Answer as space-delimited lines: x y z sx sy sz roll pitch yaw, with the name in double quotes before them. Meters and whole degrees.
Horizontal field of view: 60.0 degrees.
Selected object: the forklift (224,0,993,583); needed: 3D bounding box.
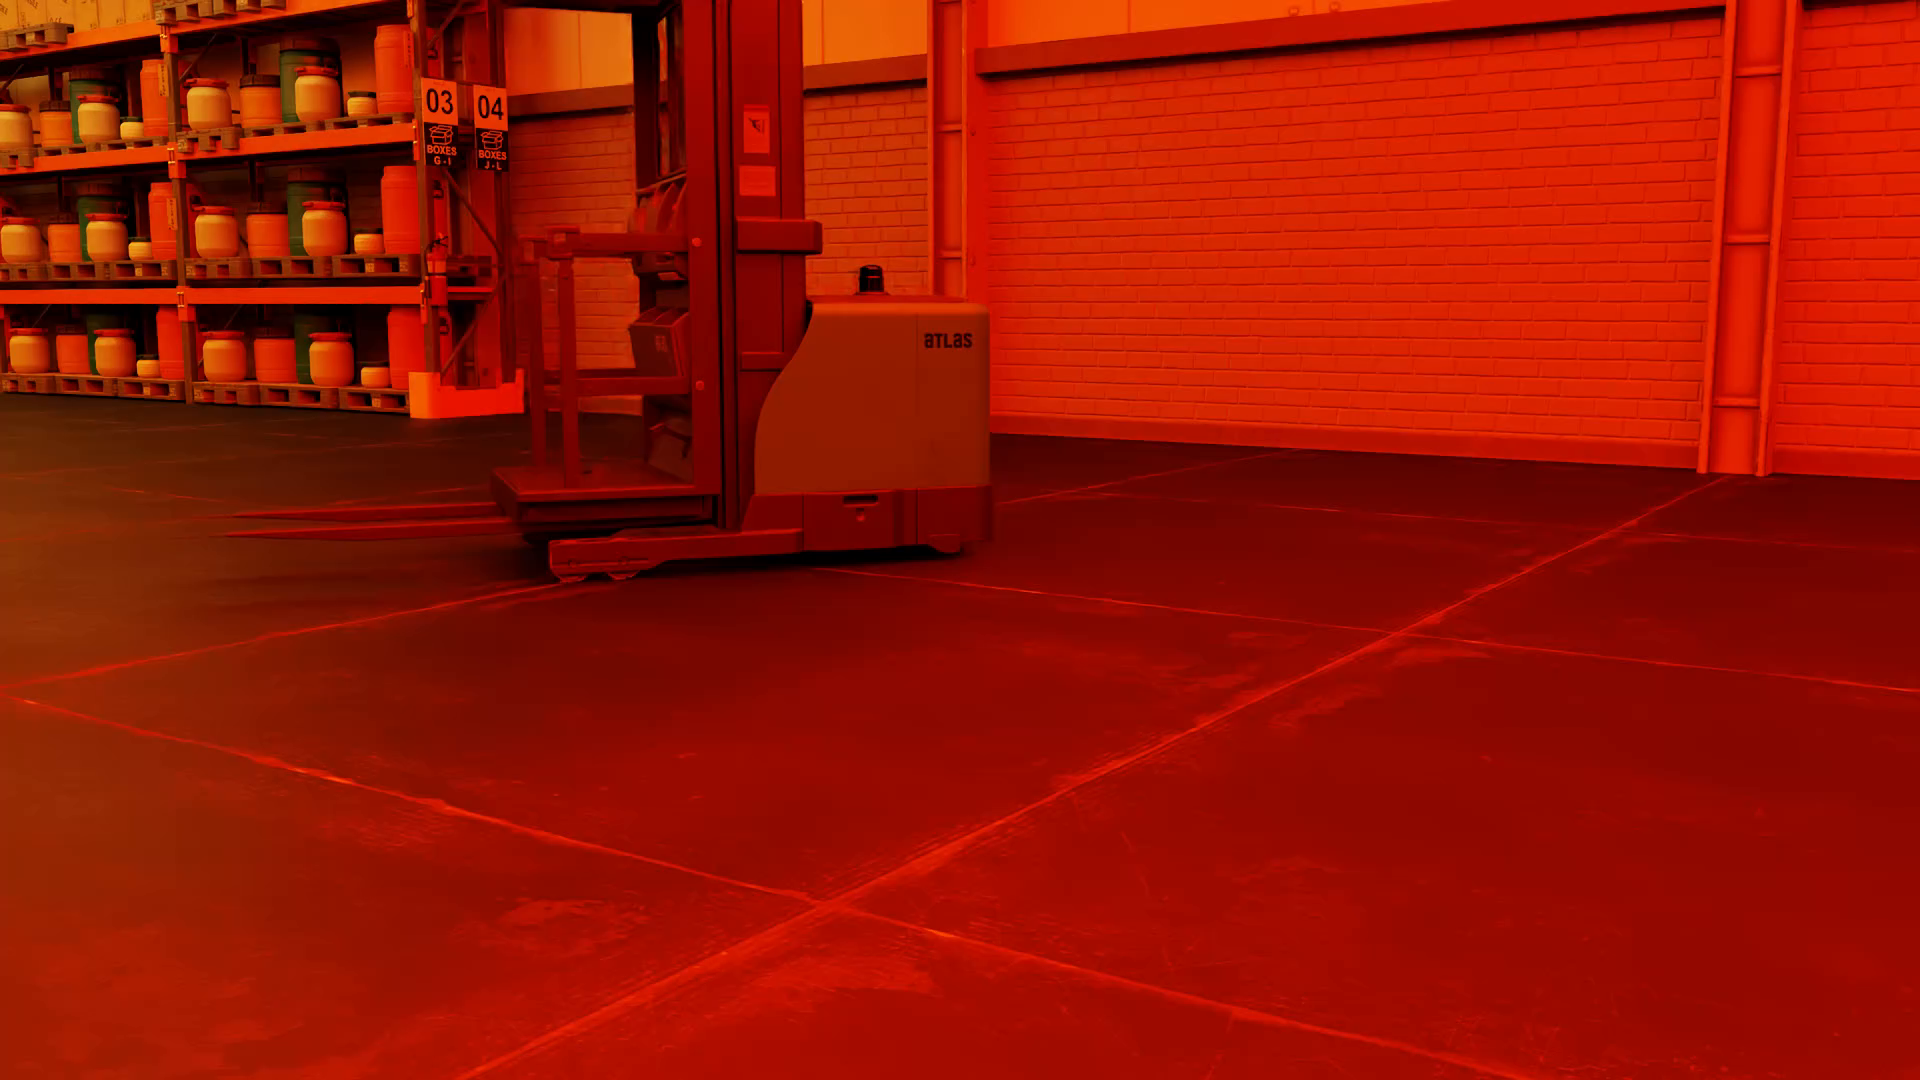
"forklift" -1.429 -1.369 6.820 3.031 2.935 1.130 -3 9 -21
